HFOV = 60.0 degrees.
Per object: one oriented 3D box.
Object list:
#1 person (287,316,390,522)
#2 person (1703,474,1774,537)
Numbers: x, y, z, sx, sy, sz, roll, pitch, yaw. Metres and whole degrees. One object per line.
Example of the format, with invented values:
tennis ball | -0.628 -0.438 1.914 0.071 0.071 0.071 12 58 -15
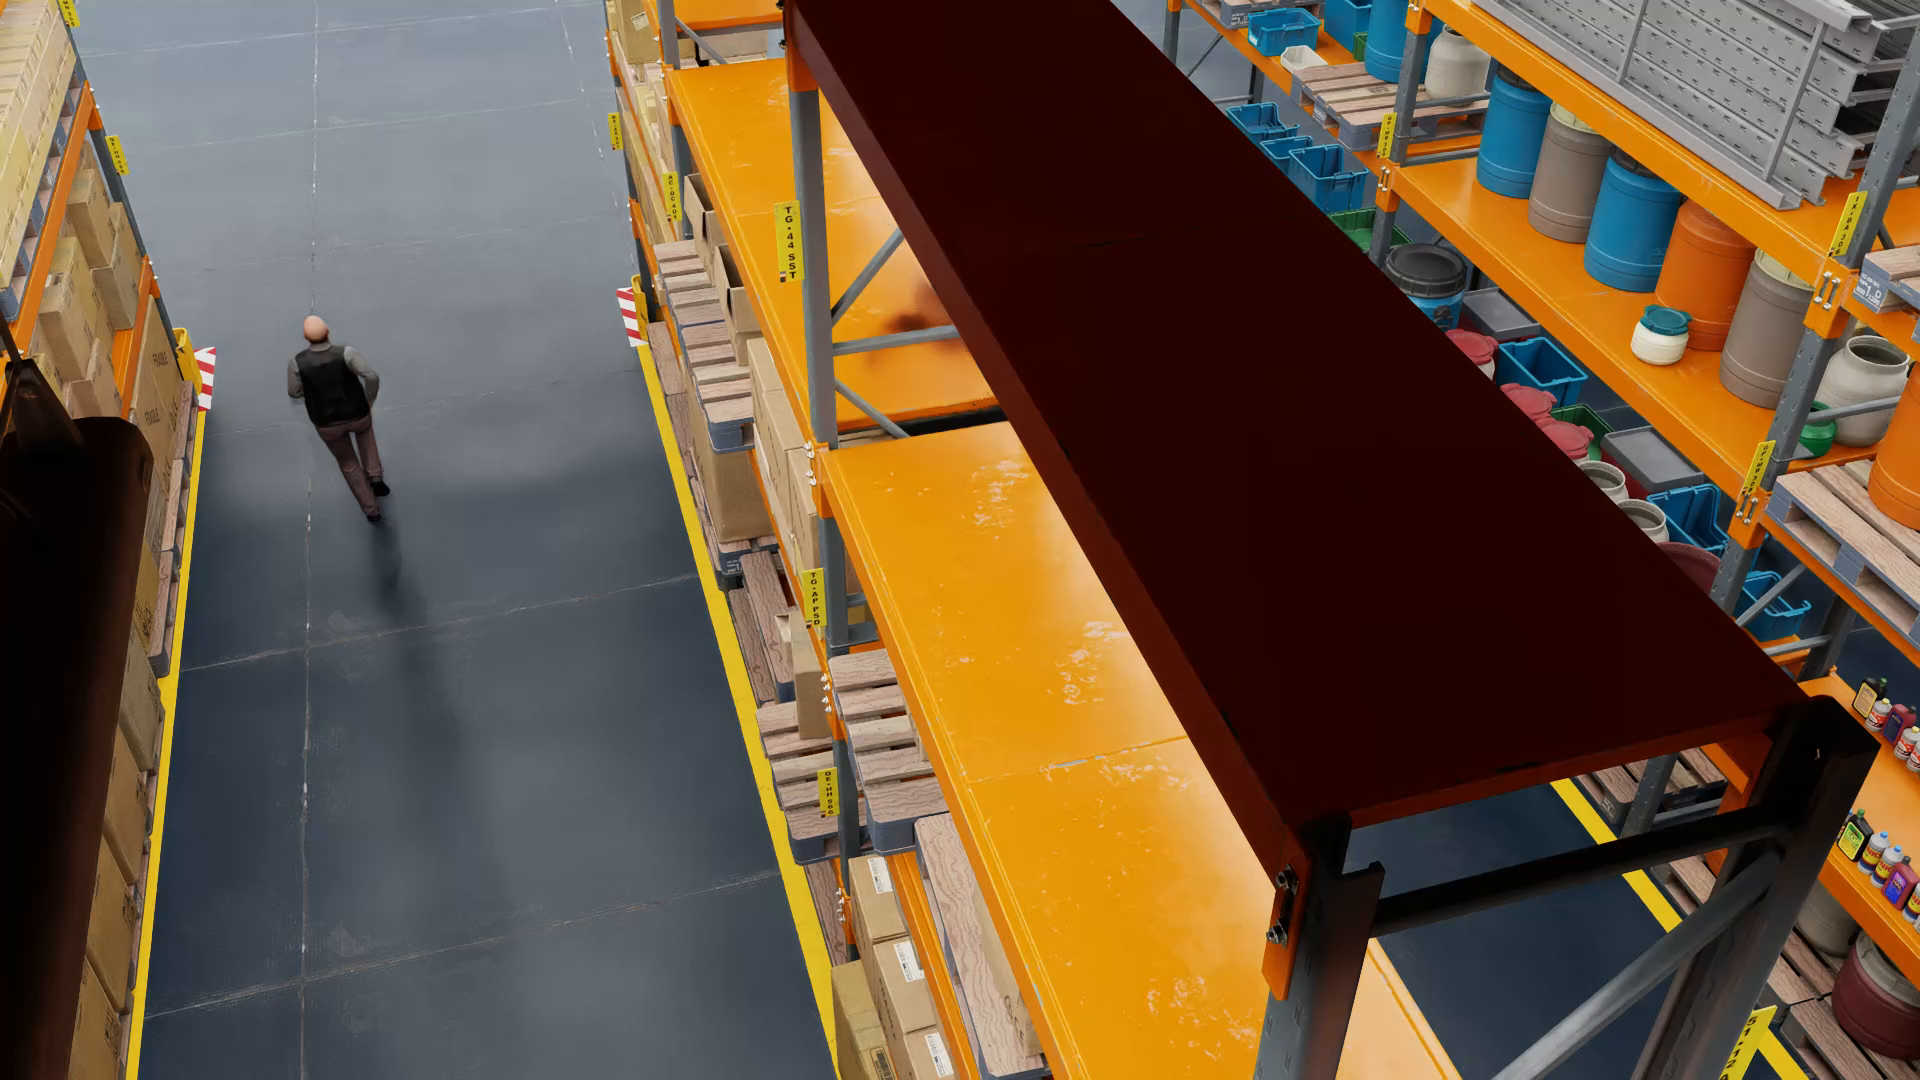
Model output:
person | -4.707 -0.958 12.656 0.653 1.677 0.695 -17 41 -20
person | 5.935 -0.785 12.386 0.676 1.802 0.854 -15 41 -18
